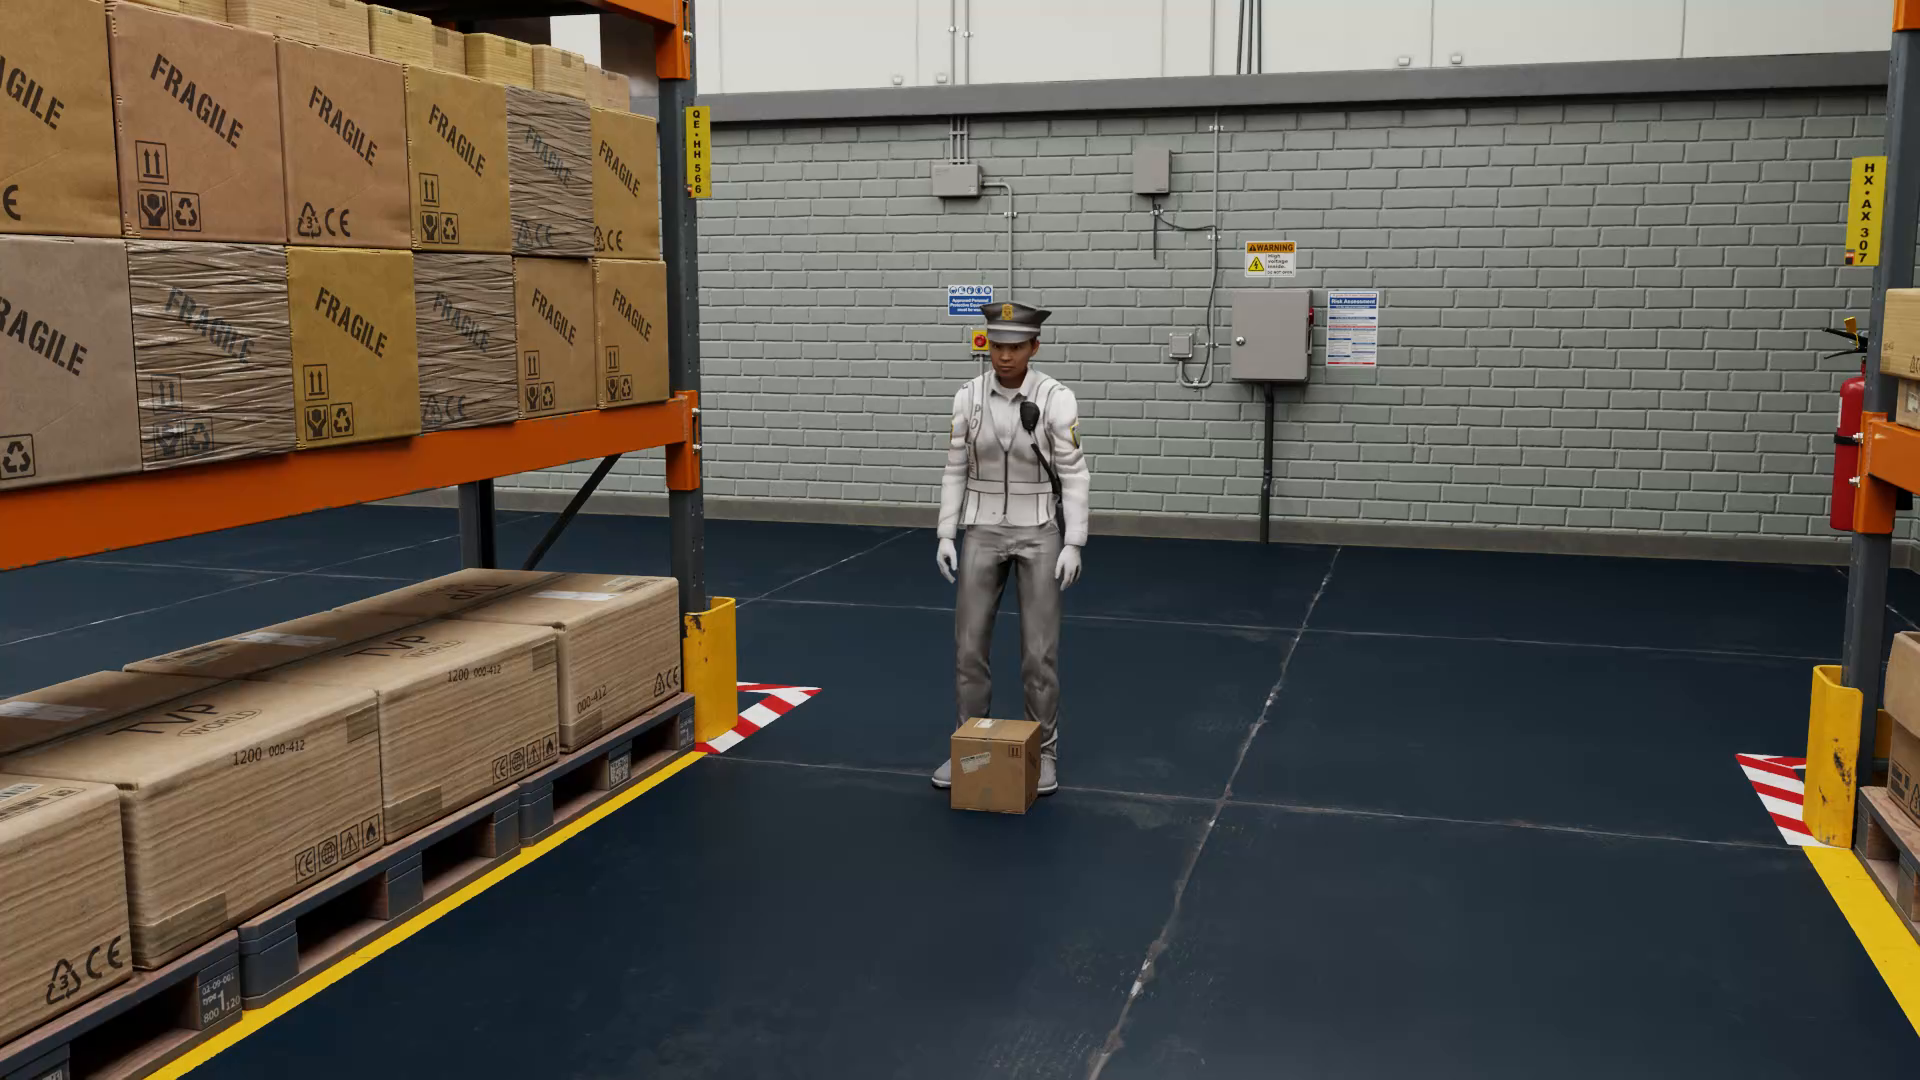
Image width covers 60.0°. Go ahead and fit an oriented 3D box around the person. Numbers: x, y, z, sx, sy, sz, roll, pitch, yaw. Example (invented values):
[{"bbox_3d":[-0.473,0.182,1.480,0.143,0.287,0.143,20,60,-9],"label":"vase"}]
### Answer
[{"bbox_3d":[0.177,0.020,5.693,0.529,1.663,0.374,3,9,16],"label":"person"}]
